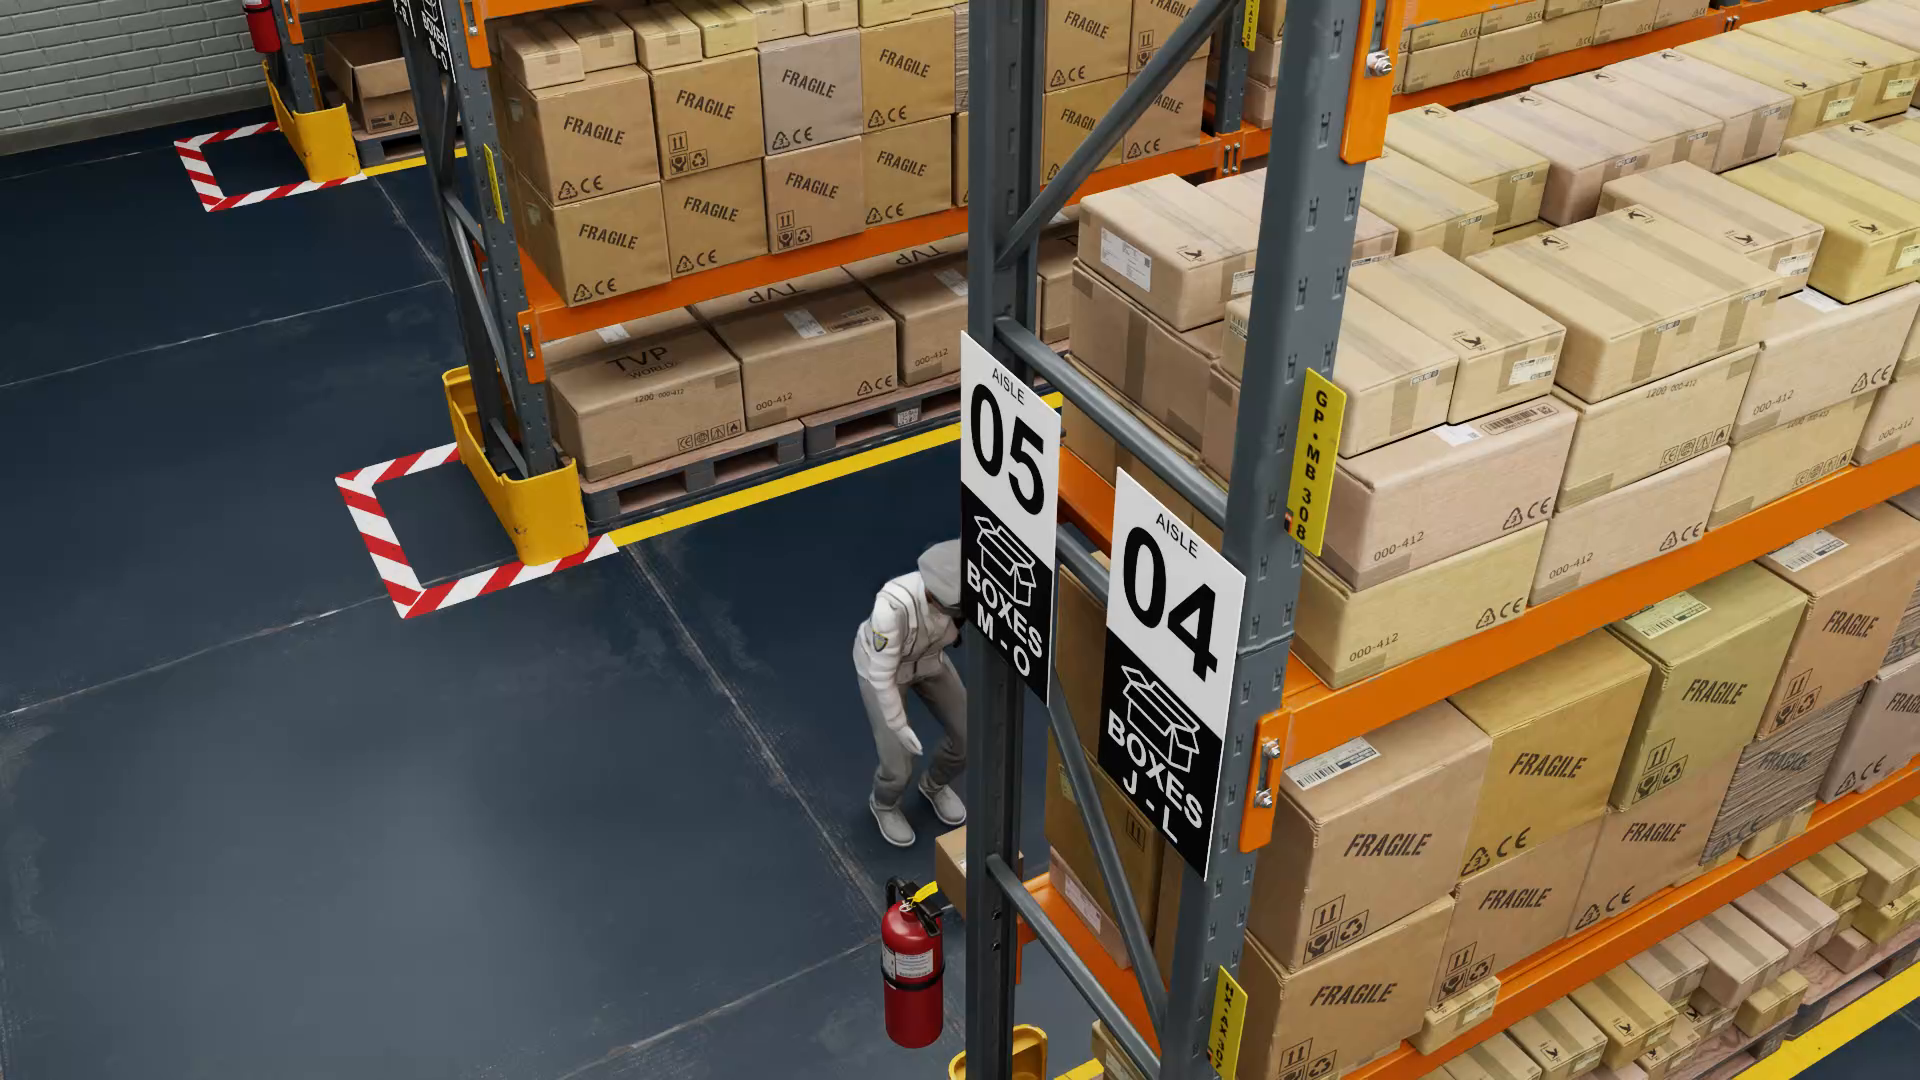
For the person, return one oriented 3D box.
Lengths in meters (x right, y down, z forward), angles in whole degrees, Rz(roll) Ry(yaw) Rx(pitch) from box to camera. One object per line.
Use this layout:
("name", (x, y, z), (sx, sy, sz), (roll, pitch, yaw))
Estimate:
("person", (-0.122, 0.555, 6.354), (0.524, 1.479, 0.634), (-19, 41, -23))
